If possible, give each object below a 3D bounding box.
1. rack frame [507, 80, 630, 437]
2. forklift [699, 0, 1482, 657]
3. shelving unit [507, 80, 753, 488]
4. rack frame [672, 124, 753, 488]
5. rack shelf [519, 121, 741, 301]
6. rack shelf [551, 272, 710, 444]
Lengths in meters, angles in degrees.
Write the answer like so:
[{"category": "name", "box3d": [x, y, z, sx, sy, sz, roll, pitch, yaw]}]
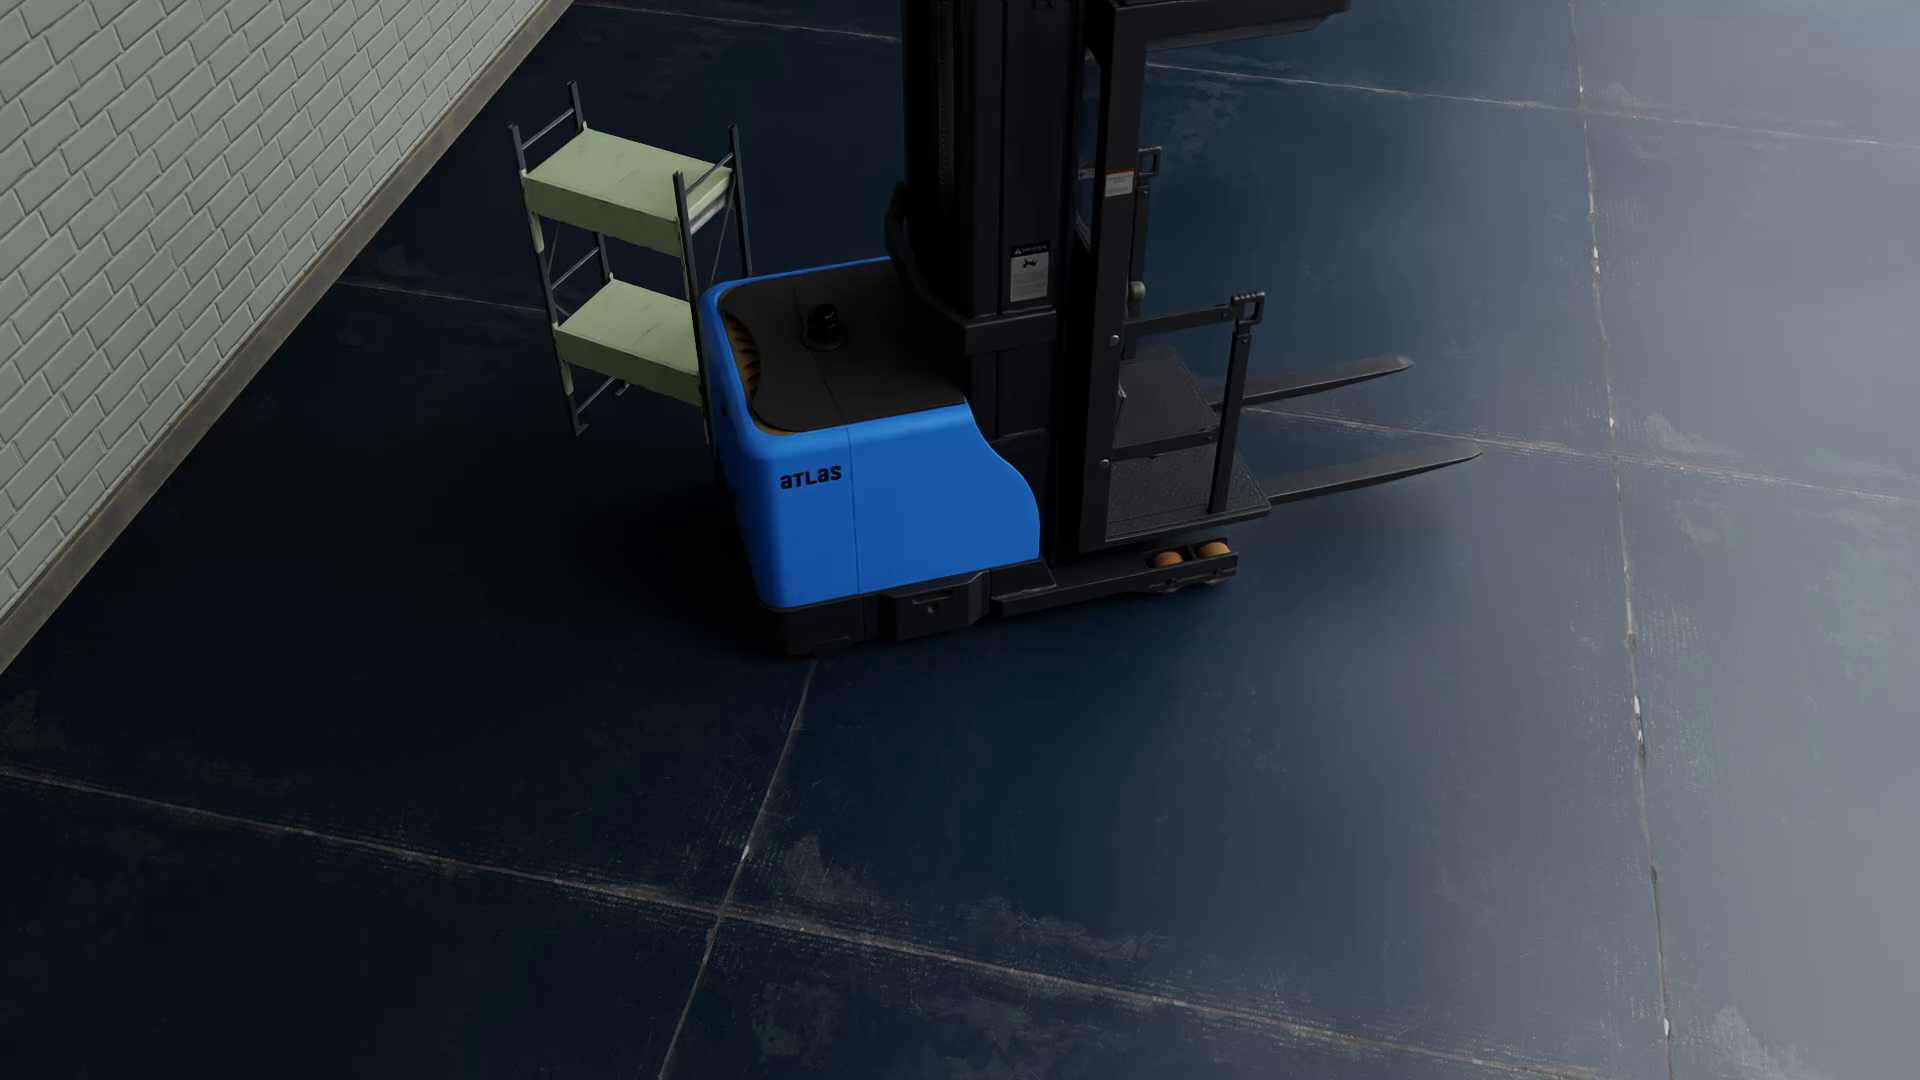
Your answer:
[{"category": "rack frame", "box3d": [-1.584, -1.113, 6.825, 0.023, 1.500, 0.400, 19, 47, 19]}, {"category": "forklift", "box3d": [0.591, -1.190, 5.873, 3.031, 2.935, 1.130, -11, 45, -11]}, {"category": "shelving unit", "box3d": [-1.257, -0.999, 6.706, 0.755, 1.500, 0.431, 19, 47, 19]}, {"category": "rack frame", "box3d": [-0.929, -0.885, 6.588, 0.023, 1.500, 0.400, 19, 47, 19]}, {"category": "rack shelf", "box3d": [-1.257, -1.280, 6.436, 0.720, 0.370, 0.431, 19, 47, 19]}, {"category": "rack shelf", "box3d": [-1.256, -0.764, 6.932, 0.720, 0.370, 0.431, 19, 47, 19]}]
